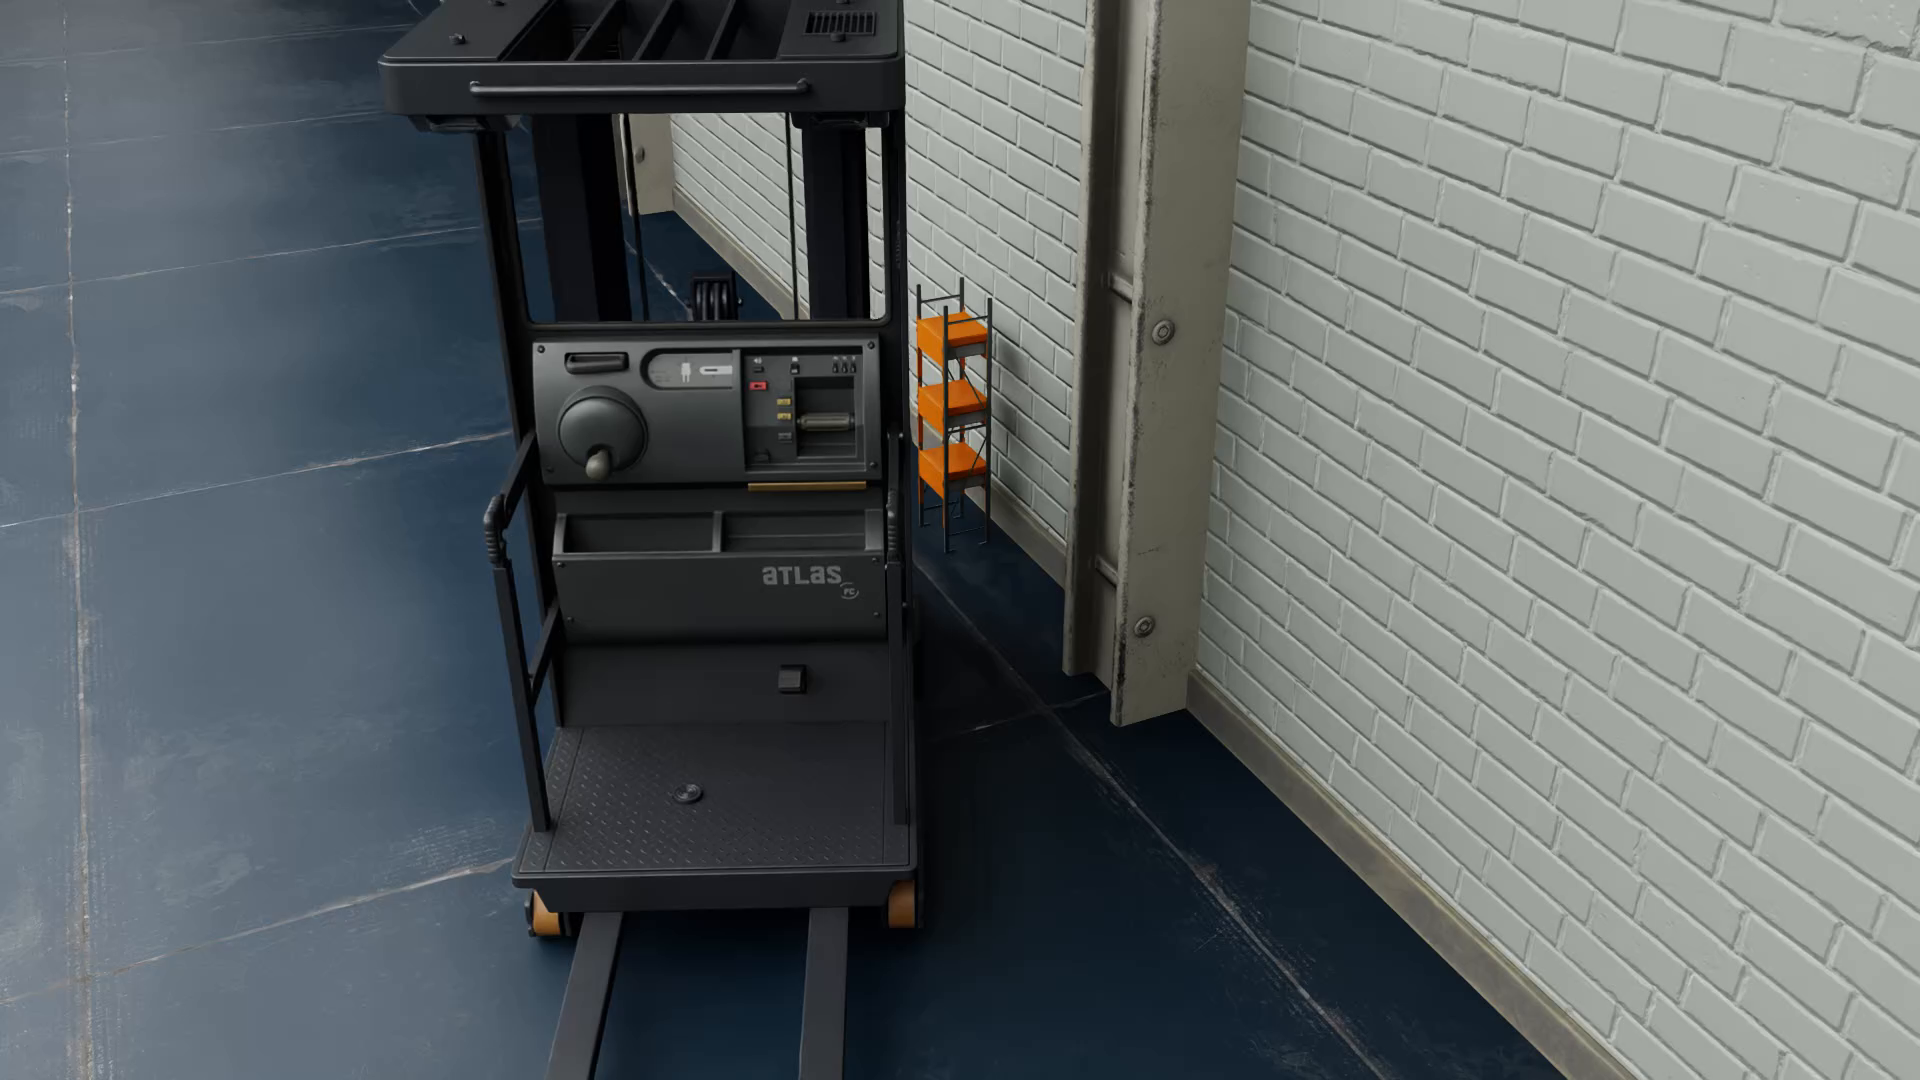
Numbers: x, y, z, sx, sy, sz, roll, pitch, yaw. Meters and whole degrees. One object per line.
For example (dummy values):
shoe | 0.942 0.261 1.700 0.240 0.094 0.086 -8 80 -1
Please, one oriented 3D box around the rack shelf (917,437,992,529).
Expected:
rack shelf | -0.023 -0.230 6.676 0.215 0.259 0.240 -13 32 -22

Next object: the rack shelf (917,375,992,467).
rack shelf | -0.023 -0.472 6.541 0.215 0.259 0.240 -13 32 -22

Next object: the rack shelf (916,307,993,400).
rack shelf | -0.023 -0.720 6.402 0.215 0.259 0.240 -13 32 -22

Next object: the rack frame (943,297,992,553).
rack frame | 0.029 -0.428 6.439 0.200 1.050 0.008 -13 32 -22

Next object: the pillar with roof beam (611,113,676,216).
pillar with roof beam | -5.879 -5.158 6.747 9.100 9.000 0.400 -13 32 -22

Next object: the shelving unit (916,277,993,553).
shelving unit | -0.023 -0.482 6.535 0.215 1.050 0.252 -13 32 -22

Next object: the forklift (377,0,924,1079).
forklift | -0.671 -0.310 4.306 1.130 2.935 3.031 -1 29 -2

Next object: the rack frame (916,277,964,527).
rack frame | -0.075 -0.535 6.631 0.200 1.050 0.008 -13 32 -22

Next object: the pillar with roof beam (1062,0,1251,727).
pillar with roof beam | -3.303 -2.507 2.021 9.100 9.000 0.400 -13 32 -22

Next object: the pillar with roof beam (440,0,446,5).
pillar with roof beam | -8.454 -7.808 11.474 9.100 9.000 0.400 -13 32 -22
